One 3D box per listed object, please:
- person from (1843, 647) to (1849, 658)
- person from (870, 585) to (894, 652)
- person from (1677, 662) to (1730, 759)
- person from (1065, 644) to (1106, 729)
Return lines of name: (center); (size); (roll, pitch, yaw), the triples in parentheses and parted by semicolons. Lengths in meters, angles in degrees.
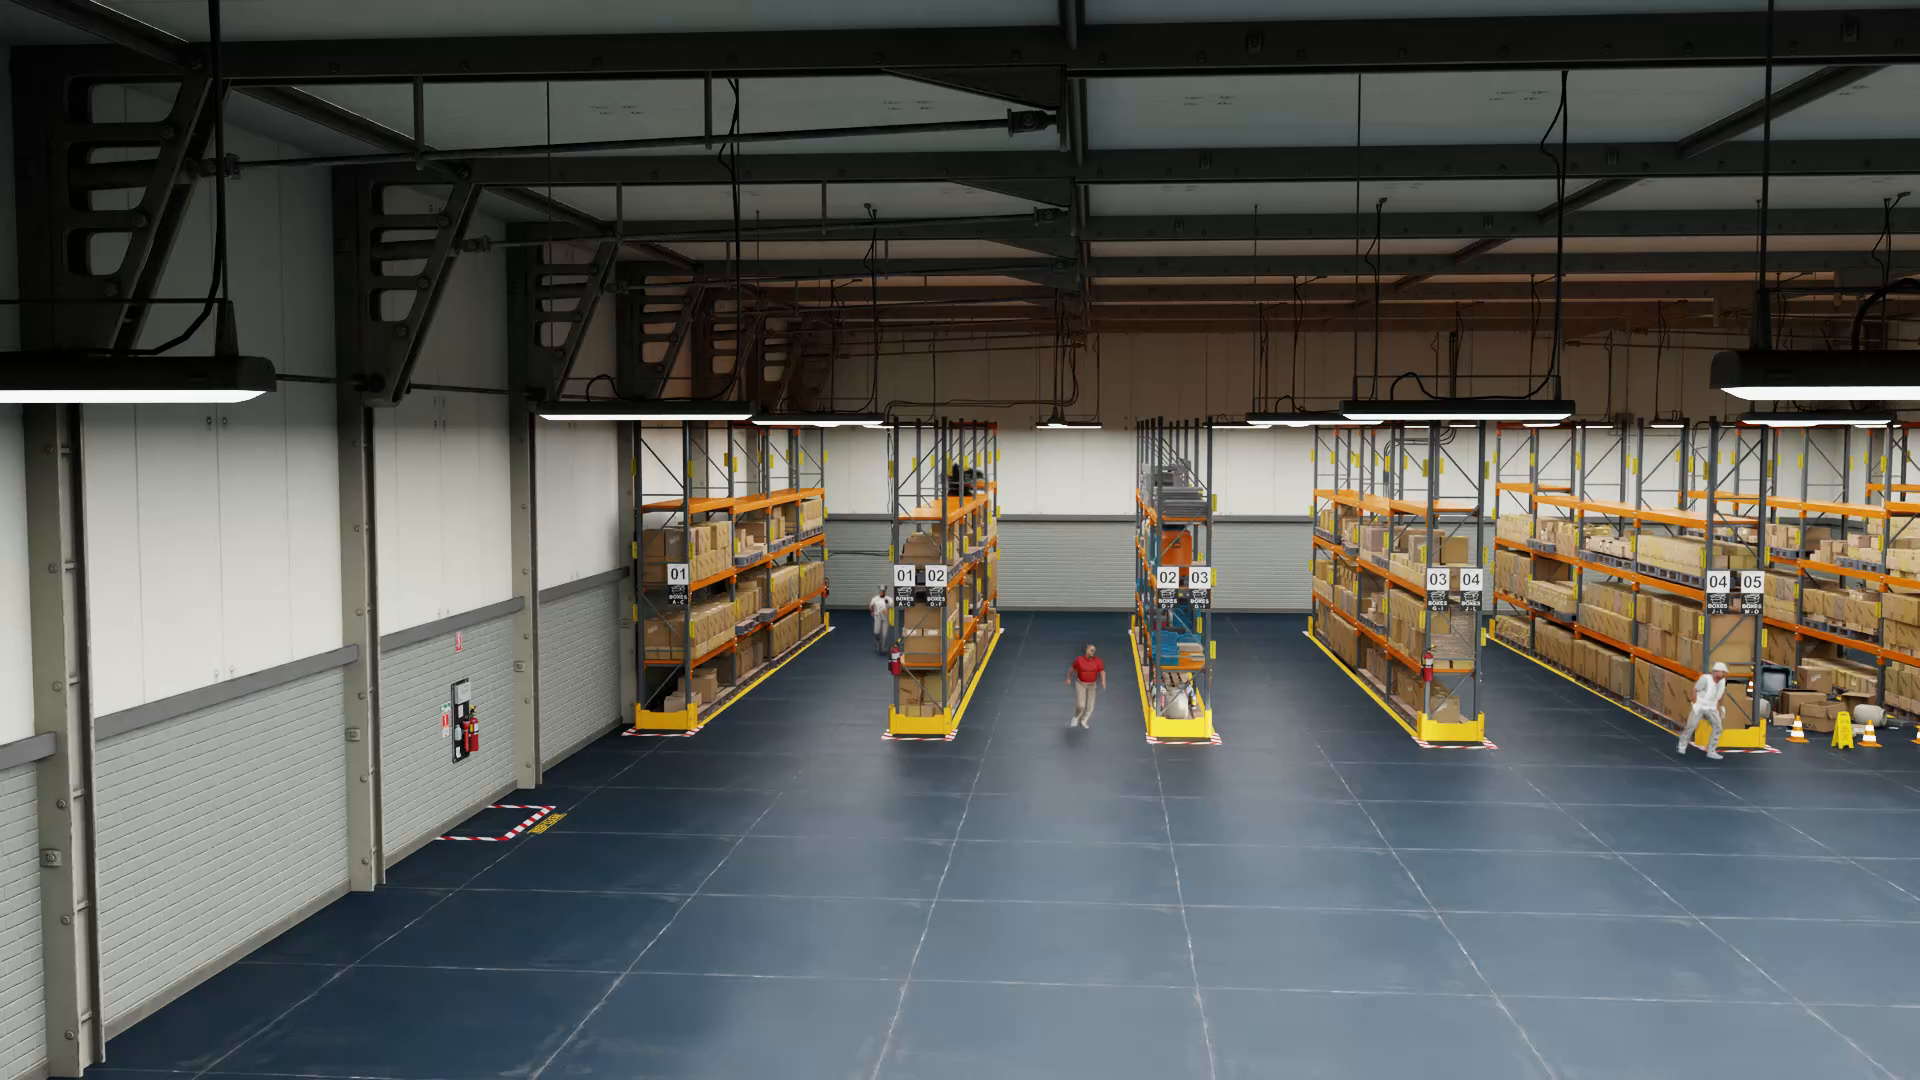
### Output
person: (21.551, 2.265, 41.043); (0.678, 1.578, 0.973); (-1, 4, -19)
person: (-2.031, 2.040, 42.934); (0.657, 1.749, 0.651); (0, 4, 3)
person: (13.115, 2.976, 29.289); (0.722, 1.707, 0.777); (-1, 4, -19)
person: (2.428, 2.803, 31.766); (0.682, 1.668, 0.814); (-1, 4, -11)
